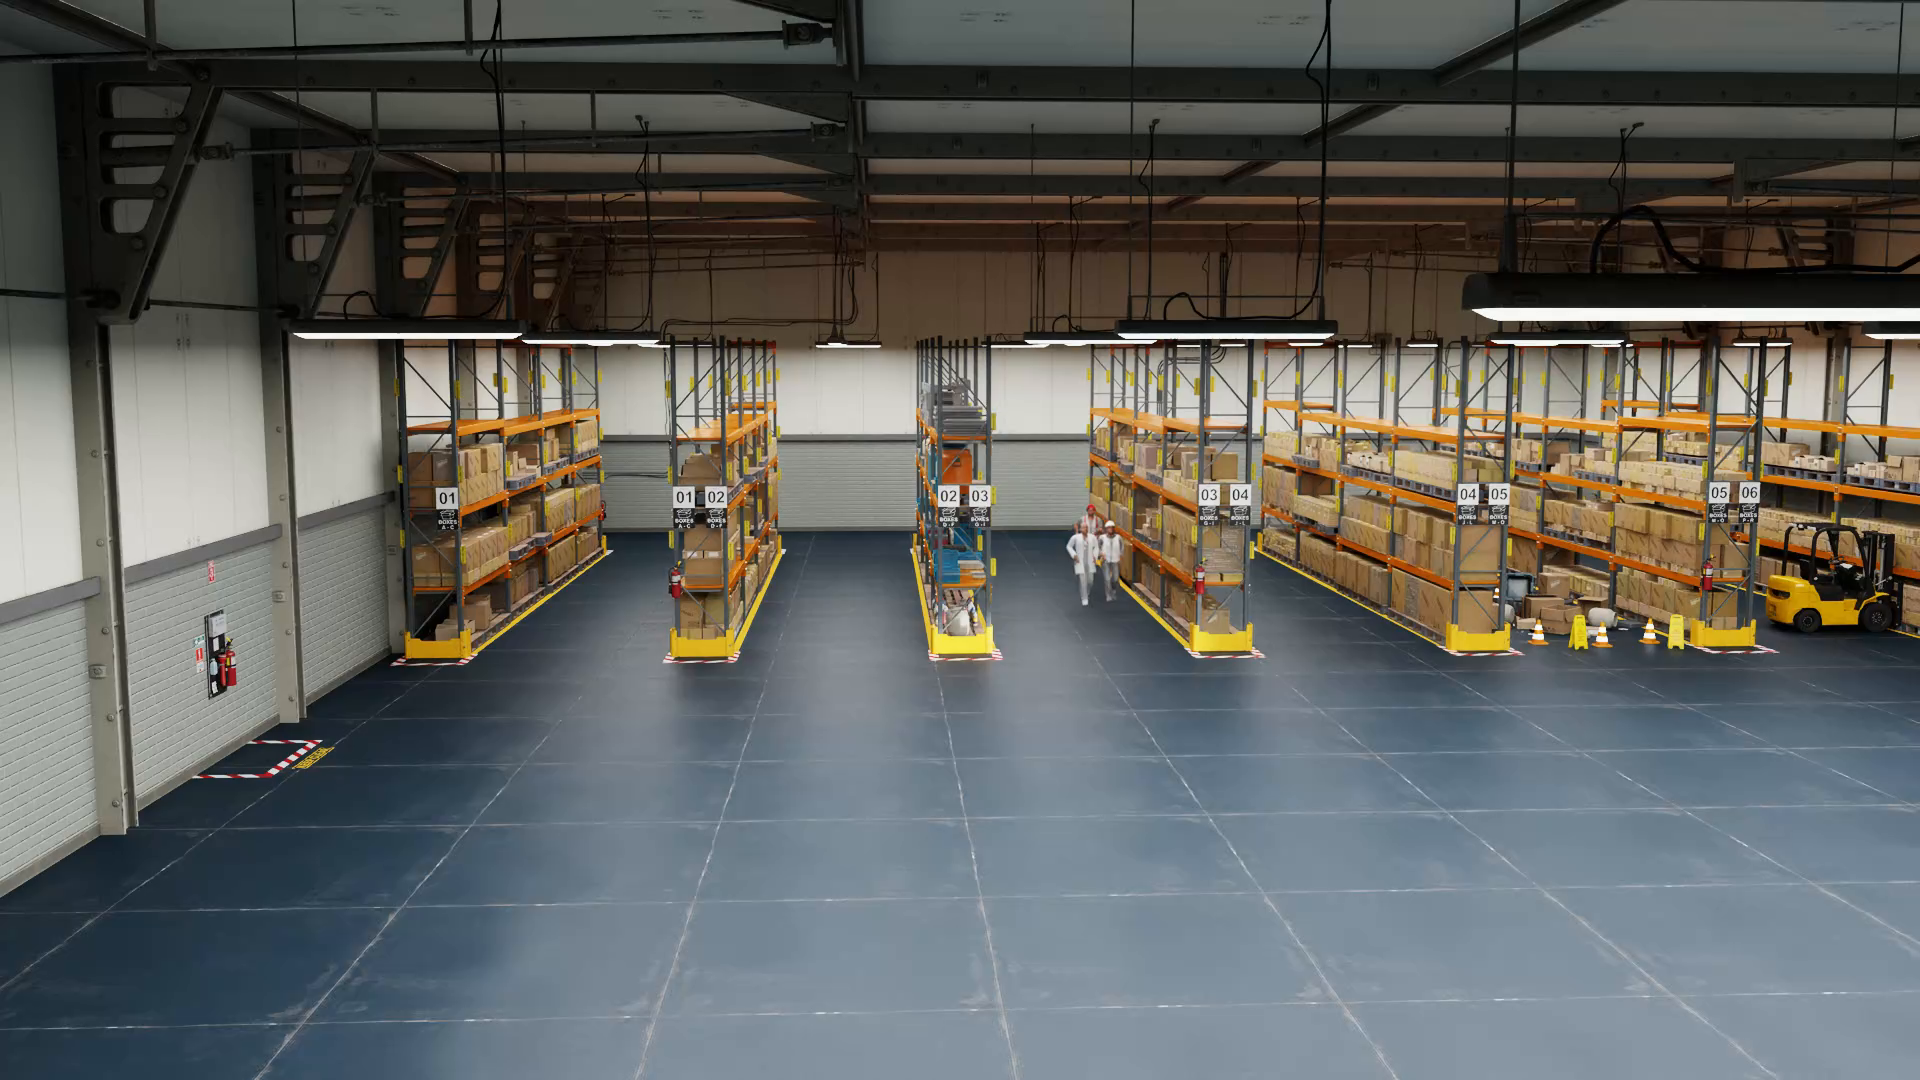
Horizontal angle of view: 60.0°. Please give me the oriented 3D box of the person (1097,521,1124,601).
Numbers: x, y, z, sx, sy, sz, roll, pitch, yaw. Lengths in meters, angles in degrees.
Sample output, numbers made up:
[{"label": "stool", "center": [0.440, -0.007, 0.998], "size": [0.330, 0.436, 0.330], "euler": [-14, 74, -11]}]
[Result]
[{"label": "person", "center": [3.266, 0.473, 36.167], "size": [0.669, 1.771, 0.534], "euler": [0, 6, -3]}]

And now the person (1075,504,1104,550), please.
[{"label": "person", "center": [3.075, 0.098, 39.319], "size": [0.645, 1.893, 0.741], "euler": [-1, 7, -9]}]

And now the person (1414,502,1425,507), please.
[{"label": "person", "center": [13.750, -0.664, 49.488], "size": [0.684, 1.620, 0.558], "euler": [1, 7, 9]}]

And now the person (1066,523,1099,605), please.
[{"label": "person", "center": [2.653, 0.503, 35.841], "size": [0.721, 1.753, 0.586], "euler": [-1, 7, -8]}]

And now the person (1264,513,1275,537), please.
[{"label": "person", "center": [9.126, -0.715, 49.234], "size": [0.536, 1.694, 0.716], "euler": [3, 7, 26]}]
